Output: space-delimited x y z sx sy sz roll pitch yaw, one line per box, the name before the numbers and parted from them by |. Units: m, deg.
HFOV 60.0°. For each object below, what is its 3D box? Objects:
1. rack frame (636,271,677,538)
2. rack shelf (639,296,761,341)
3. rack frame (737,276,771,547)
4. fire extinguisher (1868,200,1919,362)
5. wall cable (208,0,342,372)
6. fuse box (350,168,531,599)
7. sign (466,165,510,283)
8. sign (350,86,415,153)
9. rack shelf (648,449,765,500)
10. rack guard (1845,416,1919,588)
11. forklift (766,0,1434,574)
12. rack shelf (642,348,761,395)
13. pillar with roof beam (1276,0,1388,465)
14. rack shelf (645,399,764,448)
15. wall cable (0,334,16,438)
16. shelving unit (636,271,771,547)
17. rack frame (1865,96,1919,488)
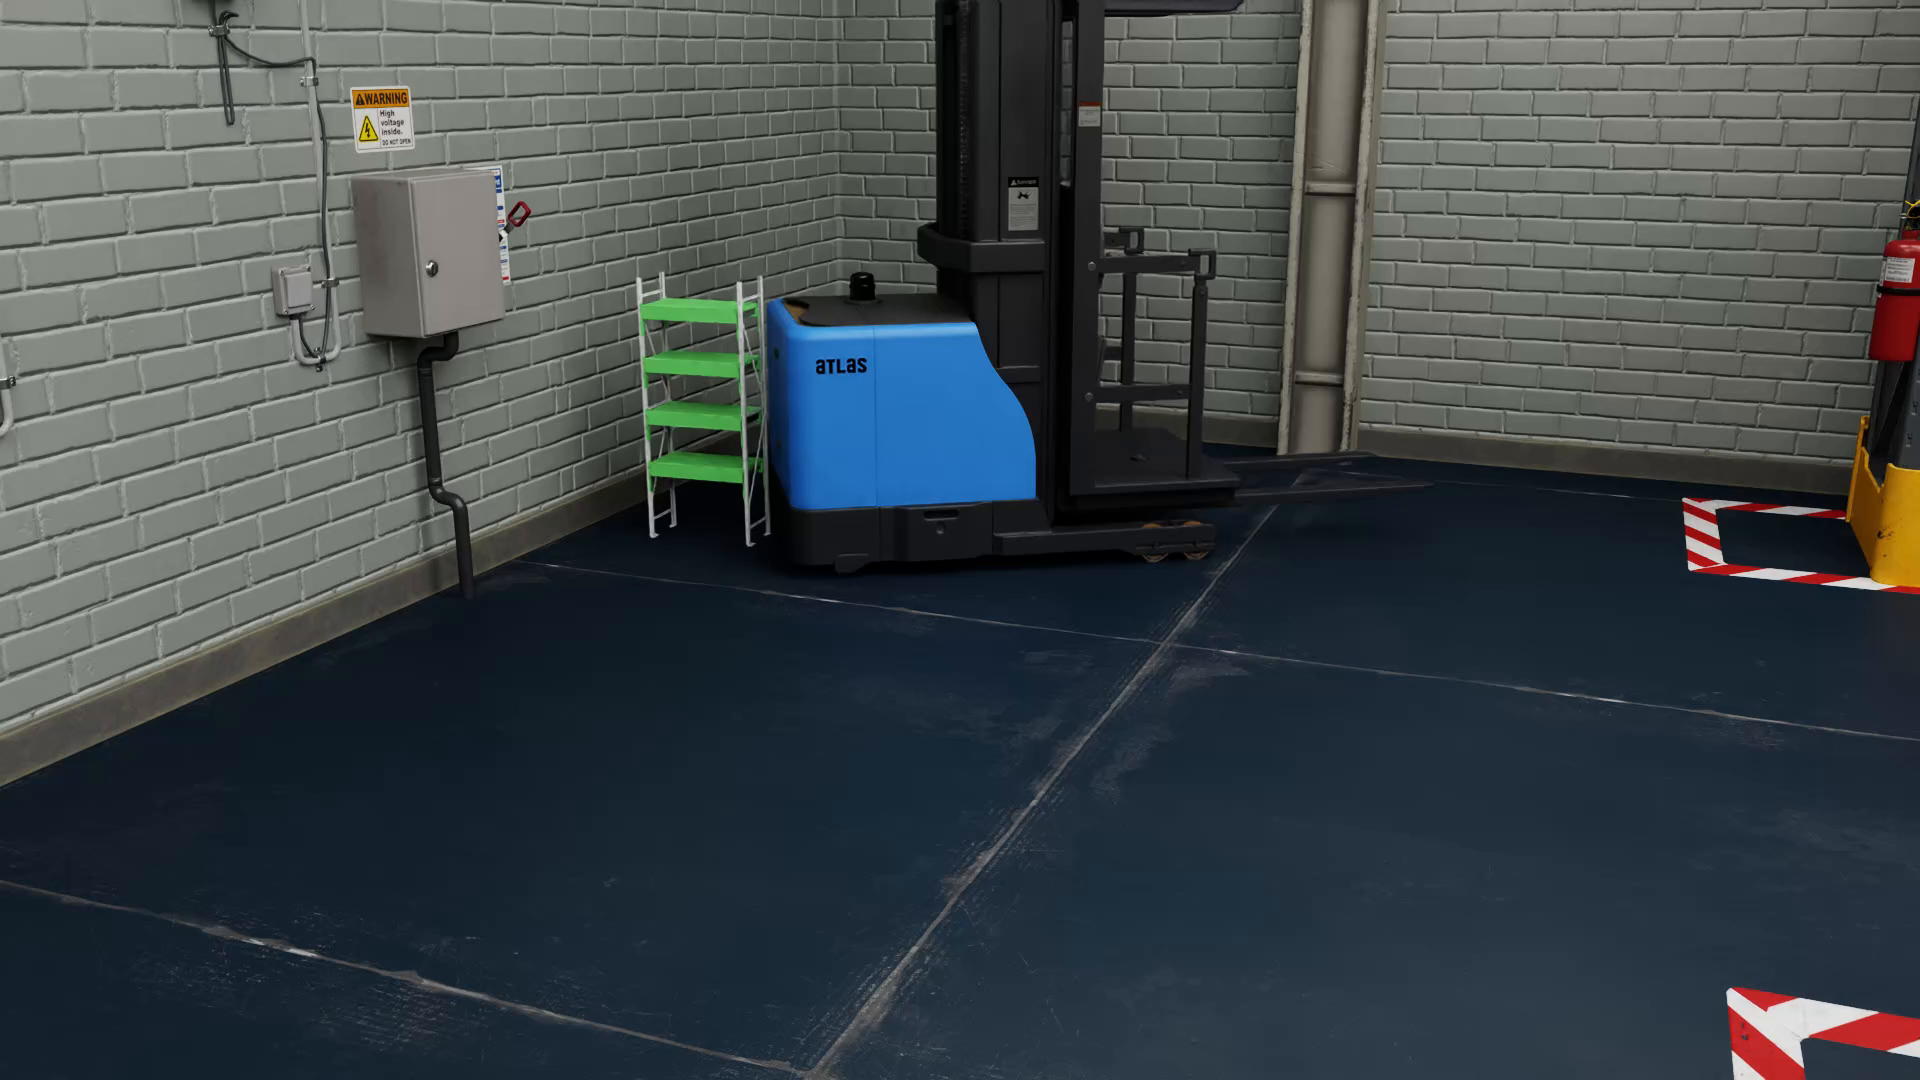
rack frame | -1.394 -0.618 7.649 0.015 1.200 0.240 5 17 17
rack shelf | -1.161 -0.997 7.462 0.480 0.148 0.258 5 17 17
rack frame | -0.929 -0.576 7.506 0.015 1.200 0.240 5 17 17
fire extinguisher | 3.862 -1.076 6.808 0.183 0.674 0.296 6 17 21
wall cable | -2.393 -1.537 5.766 0.122 1.984 0.588 6 17 21
fuse box | -1.996 -0.591 6.641 0.414 1.711 0.539 6 17 21
sign | -2.008 -1.314 6.989 0.001 0.494 0.329 6 17 21
sign | -2.209 -1.614 6.370 0.001 0.242 0.339 6 17 21
rack shelf | -1.161 -0.305 7.662 0.480 0.148 0.258 5 17 17
rack guard | 4.240 -0.189 7.428 0.348 0.500 1.175 6 17 21
forklift | 0.664 -1.454 7.424 3.031 2.935 1.130 -3 17 -11
rack shelf | -1.161 -0.766 7.529 0.480 0.148 0.258 5 17 17
pillar with roof beam | 0.412 -3.671 4.179 0.400 9.000 9.100 6 17 21
rack shelf | -1.161 -0.536 7.595 0.480 0.148 0.258 5 17 17
wall cable | -2.903 -1.183 4.491 0.123 1.953 0.585 6 17 21
shelving unit | -1.161 -0.597 7.578 0.503 1.200 0.258 5 17 17
rack frame | 4.169 -1.397 7.106 0.127 3.000 1.000 6 17 21
